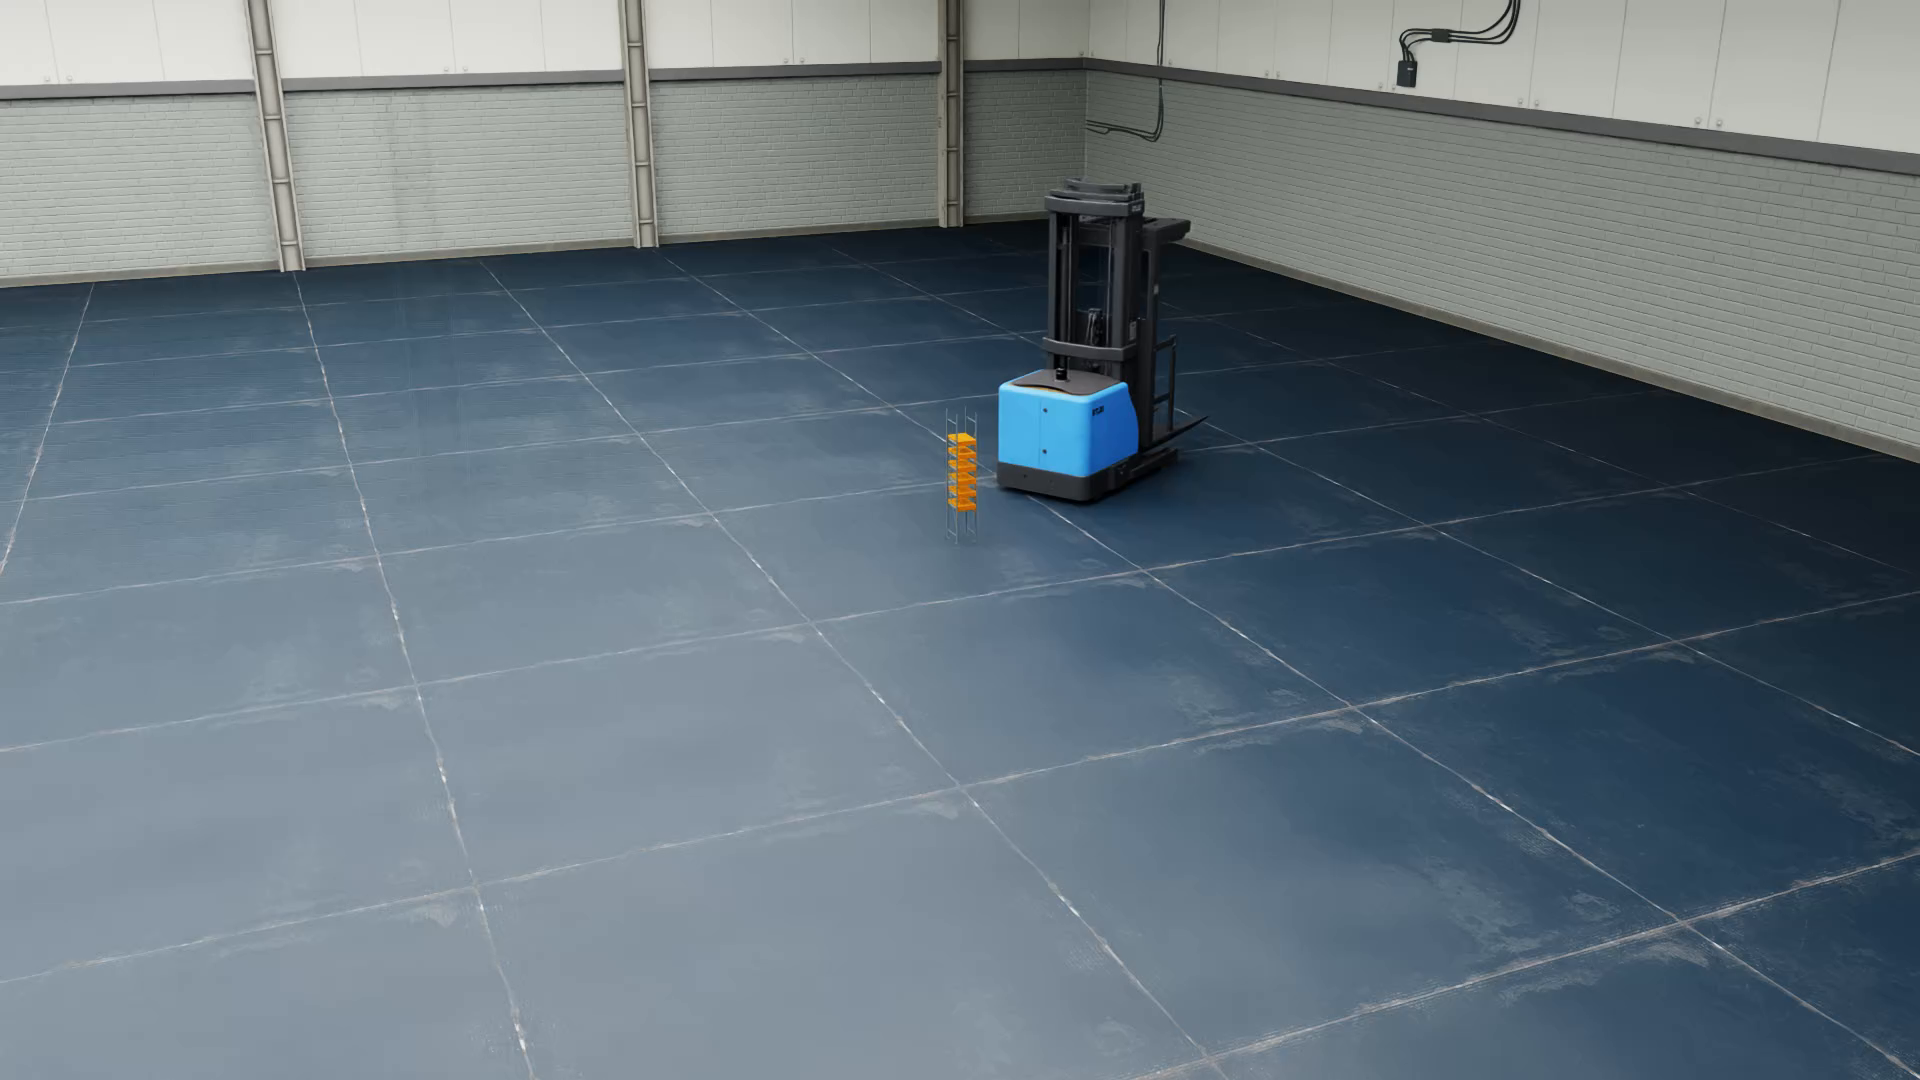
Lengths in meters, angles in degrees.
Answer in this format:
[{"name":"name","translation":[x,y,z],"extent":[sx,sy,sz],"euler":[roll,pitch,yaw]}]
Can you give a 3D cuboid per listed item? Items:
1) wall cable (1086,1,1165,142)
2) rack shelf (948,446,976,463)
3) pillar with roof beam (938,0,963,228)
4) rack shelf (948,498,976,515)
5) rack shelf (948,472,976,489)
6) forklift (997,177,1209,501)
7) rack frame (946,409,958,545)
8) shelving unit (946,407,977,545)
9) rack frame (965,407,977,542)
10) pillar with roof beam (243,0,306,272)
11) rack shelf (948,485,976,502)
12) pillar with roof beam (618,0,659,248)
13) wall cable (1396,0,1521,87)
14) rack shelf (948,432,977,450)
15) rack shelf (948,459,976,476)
[{"name":"wall cable","translation":[3.050,-8.880,31.367],"extent":[0.112,2.526,3.097],"euler":[-8,21,-22]},{"name":"rack shelf","translation":[0.013,-0.752,14.763],"extent":[0.180,0.103,0.258],"euler":[-8,21,-22]},{"name":"pillar with roof beam","translation":[1.527,-9.047,27.167],"extent":[0.400,9.000,9.100],"euler":[-8,21,-22]},{"name":"rack shelf","translation":[0.013,-0.300,14.923],"extent":[0.180,0.103,0.258],"euler":[-8,21,-22]},{"name":"rack shelf","translation":[0.013,-0.526,14.843],"extent":[0.180,0.103,0.258],"euler":[-8,21,-22]},{"name":"forklift","translation":[1.604,-2.187,16.821],"extent":[1.130,2.935,3.031],"euler":[13,23,32]},{"name":"rack frame","translation":[-0.071,-0.556,14.794],"extent":[0.006,1.200,0.240],"euler":[-8,21,-22]},{"name":"shelving unit","translation":[0.013,-0.568,14.828],"extent":[0.189,1.200,0.258],"euler":[-8,21,-22]},{"name":"rack frame","translation":[0.097,-0.580,14.862],"extent":[0.006,1.200,0.240],"euler":[-8,21,-22]},{"name":"pillar with roof beam","translation":[-9.492,-7.469,22.684],"extent":[0.400,9.000,9.100],"euler":[-8,21,-22]},{"name":"rack shelf","translation":[0.013,-0.413,14.883],"extent":[0.180,0.103,0.258],"euler":[-8,21,-22]},{"name":"pillar with roof beam","translation":[-3.983,-8.258,24.926],"extent":[0.400,9.000,9.100],"euler":[-8,21,-22]},{"name":"wall cable","translation":[6.796,-9.051,22.058],"extent":[0.169,6.003,2.305],"euler":[-8,21,-22]},{"name":"rack shelf","translation":[0.013,-0.866,14.723],"extent":[0.180,0.103,0.258],"euler":[-8,21,-22]},{"name":"rack shelf","translation":[0.013,-0.639,14.803],"extent":[0.180,0.103,0.258],"euler":[-8,21,-22]}]
